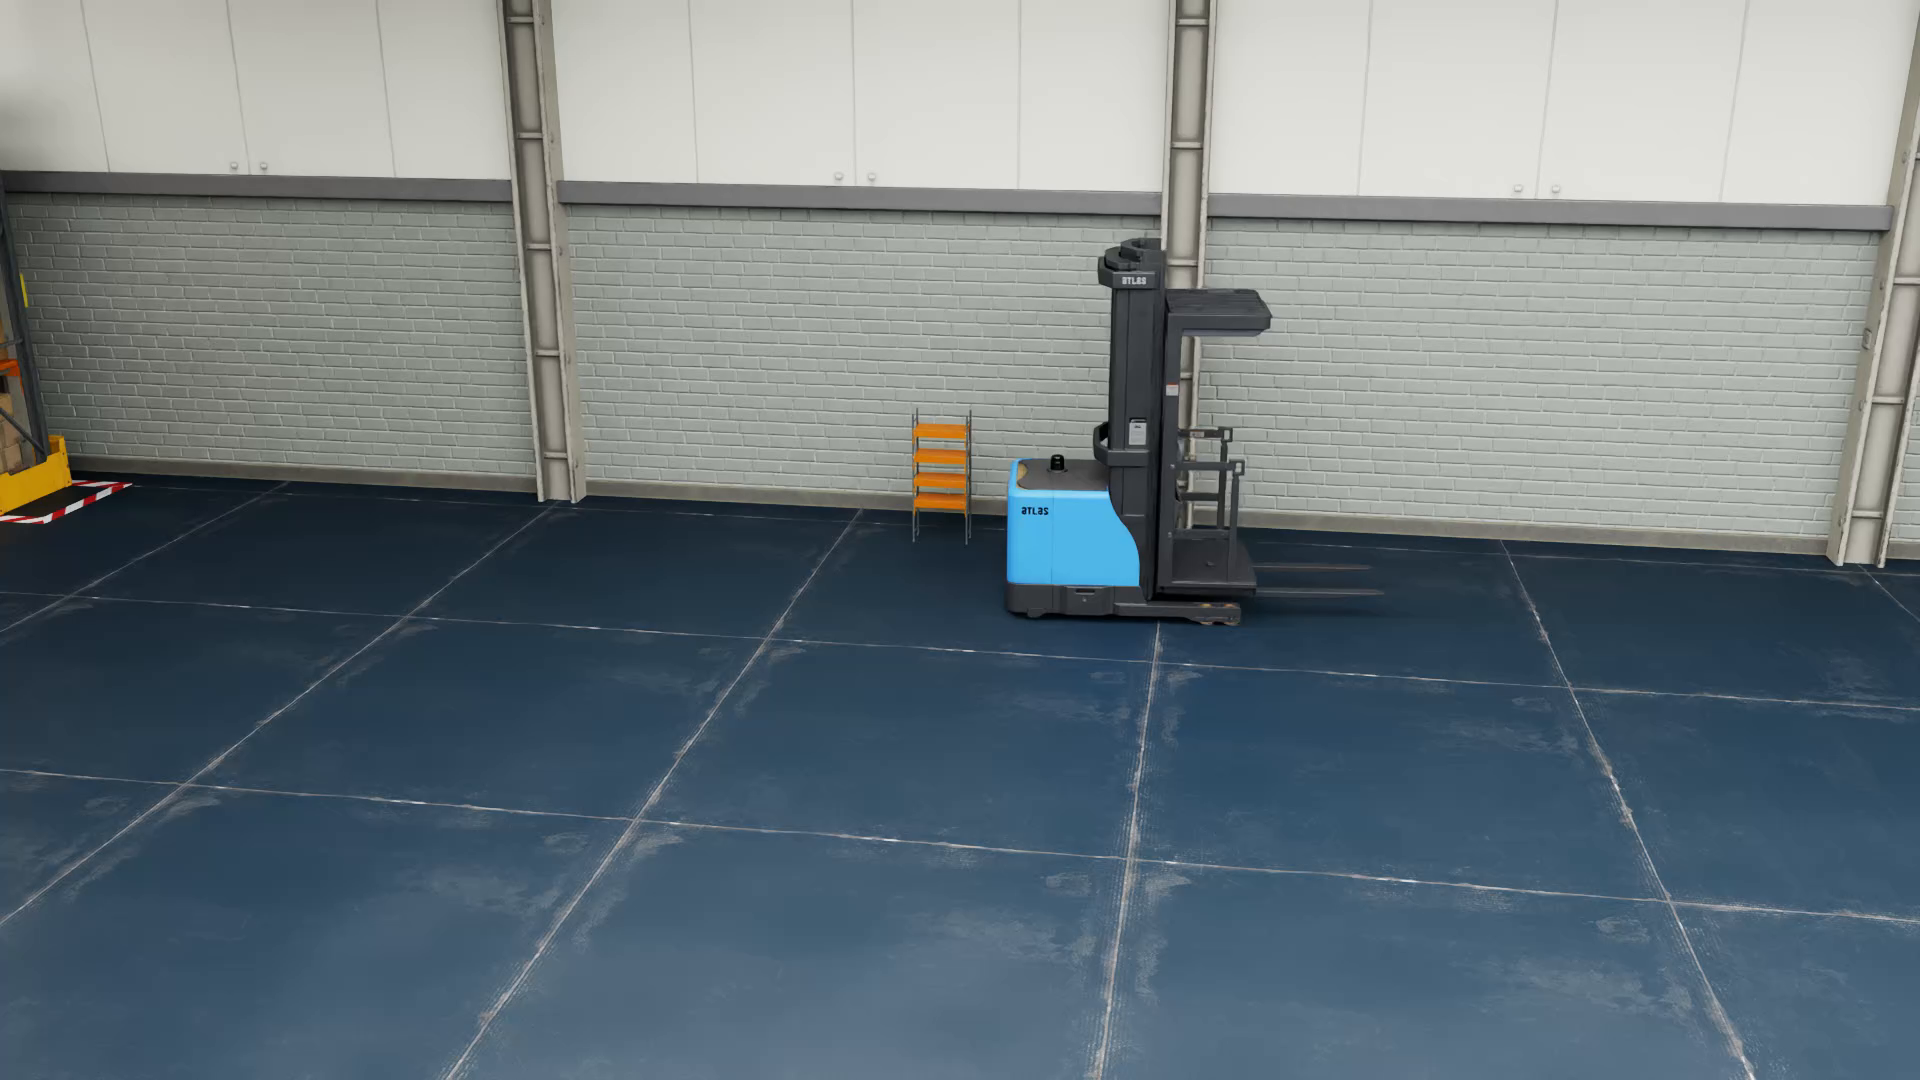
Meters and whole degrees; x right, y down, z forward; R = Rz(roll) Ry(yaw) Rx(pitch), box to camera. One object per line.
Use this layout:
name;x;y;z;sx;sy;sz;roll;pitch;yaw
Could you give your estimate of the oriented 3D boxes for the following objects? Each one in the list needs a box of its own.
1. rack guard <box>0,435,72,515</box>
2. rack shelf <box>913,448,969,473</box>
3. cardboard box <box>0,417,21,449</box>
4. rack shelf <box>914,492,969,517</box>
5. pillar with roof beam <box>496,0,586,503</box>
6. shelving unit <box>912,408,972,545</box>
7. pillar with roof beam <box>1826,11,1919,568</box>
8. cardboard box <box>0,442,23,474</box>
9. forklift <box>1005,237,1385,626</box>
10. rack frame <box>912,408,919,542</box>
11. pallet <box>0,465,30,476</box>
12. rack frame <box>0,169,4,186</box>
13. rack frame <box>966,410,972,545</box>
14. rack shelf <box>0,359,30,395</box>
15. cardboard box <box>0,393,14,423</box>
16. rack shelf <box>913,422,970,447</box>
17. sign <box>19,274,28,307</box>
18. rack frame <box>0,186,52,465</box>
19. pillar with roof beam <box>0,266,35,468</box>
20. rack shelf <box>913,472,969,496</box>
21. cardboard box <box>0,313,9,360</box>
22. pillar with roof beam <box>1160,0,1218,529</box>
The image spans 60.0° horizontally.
rack guard;-9.298;-0.641;16.377;0.348;0.500;1.175;3;19;9
rack shelf;-0.163;-0.726;15.035;0.480;0.148;0.258;3;19;9
cardboard box;-9.753;-1.048;16.540;0.500;0.250;0.500;3;19;10
rack shelf;-0.163;-0.325;15.169;0.480;0.148;0.258;3;19;9
pillar with roof beam;-4.625;-3.339;11.048;0.400;9.000;9.100;3;19;9
shelving unit;-0.163;-0.577;15.084;0.503;1.200;0.258;3;19;9
pillar with roof beam;7.224;-2.735;9.243;0.400;9.000;9.100;3;19;9
cardboard box;-9.775;-0.809;16.611;0.500;0.250;0.500;3;19;9
forklift;1.901;-0.883;13.271;3.031;2.935;1.130;1;19;3
rack frame;-0.404;-0.590;15.121;0.015;1.200;0.240;3;19;9
pallet;-10.083;-0.531;16.503;1.213;0.211;1.003;3;19;9
rack frame;-9.321;-4.672;15.033;0.127;3.000;1.000;3;19;9
rack frame;0.077;-0.565;15.048;0.015;1.200;0.240;3;19;9
rack shelf;-11.296;-1.587;16.399;4.000;0.370;1.077;3;19;9
cardboard box;-9.766;-1.280;16.445;0.500;0.250;0.500;3;19;8
rack shelf;-0.163;-0.950;14.960;0.480;0.148;0.258;3;19;9
sign;-9.227;-2.449;16.353;0.005;0.325;0.100;3;19;9
rack frame;-9.321;-1.827;15.984;0.127;3.000;1.000;3;19;9
pillar with roof beam;-10.549;-3.641;11.950;0.400;9.000;9.100;3;19;9
rack shelf;-0.163;-0.514;15.106;0.480;0.148;0.258;3;19;9
cardboard box;-9.766;-1.987;16.303;0.500;0.500;0.500;4;19;10
pillar with roof beam;1.300;-3.037;10.145;0.400;9.000;9.100;3;19;9
